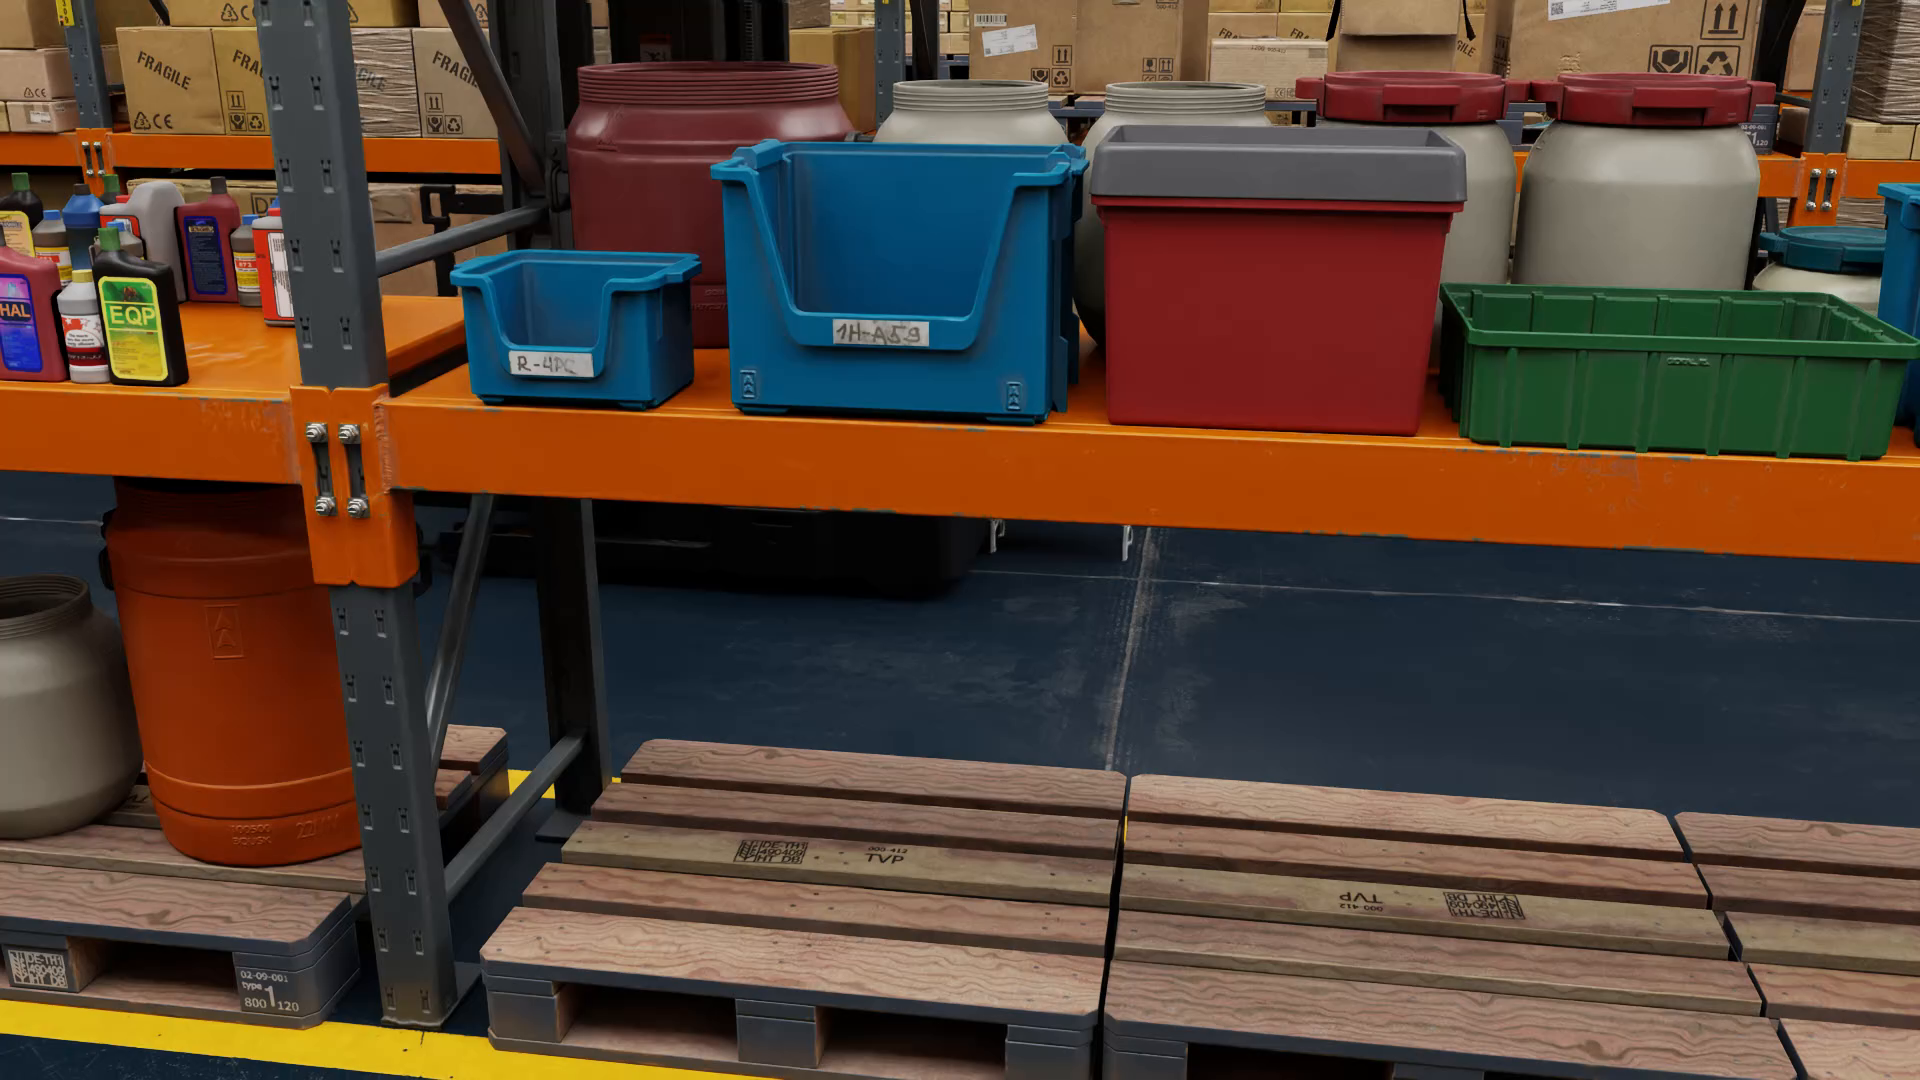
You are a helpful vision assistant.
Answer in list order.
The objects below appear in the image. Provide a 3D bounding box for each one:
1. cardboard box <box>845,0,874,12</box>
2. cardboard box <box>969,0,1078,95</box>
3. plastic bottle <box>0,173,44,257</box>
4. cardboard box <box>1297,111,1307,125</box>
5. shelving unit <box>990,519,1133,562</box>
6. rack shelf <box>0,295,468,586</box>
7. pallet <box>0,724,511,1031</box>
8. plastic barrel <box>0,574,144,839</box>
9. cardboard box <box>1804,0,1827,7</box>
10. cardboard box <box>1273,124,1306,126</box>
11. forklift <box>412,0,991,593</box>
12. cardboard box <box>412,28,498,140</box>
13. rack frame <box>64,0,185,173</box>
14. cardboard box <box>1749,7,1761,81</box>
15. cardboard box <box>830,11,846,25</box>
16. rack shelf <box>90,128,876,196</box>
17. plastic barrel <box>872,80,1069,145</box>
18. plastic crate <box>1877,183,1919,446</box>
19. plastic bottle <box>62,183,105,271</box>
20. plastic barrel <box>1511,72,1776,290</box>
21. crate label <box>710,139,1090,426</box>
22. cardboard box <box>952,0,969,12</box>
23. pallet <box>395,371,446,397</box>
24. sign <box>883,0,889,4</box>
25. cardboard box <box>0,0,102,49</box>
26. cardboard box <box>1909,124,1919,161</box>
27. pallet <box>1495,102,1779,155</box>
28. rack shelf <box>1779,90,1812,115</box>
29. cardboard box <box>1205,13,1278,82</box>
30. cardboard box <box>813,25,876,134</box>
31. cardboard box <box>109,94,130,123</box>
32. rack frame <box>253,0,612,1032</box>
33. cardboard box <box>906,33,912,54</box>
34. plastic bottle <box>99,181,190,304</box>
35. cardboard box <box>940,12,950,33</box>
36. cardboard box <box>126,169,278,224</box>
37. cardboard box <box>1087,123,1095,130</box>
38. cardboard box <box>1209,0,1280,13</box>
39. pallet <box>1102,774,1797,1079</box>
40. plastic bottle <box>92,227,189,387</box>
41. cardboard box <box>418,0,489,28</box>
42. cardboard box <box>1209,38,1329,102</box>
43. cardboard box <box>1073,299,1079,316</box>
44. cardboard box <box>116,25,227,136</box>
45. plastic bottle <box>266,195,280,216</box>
[{"bbox_3d":[-0.683,-3.975,12.253,0.250,0.149,0.380,3,19,10],"label":"cardboard box"},{"bbox_3d":[0.297,-2.376,7.858,0.500,0.500,0.500,1,19,2],"label":"cardboard box"},{"bbox_3d":[-2.214,-0.716,3.900,0.133,0.283,0.061,3,19,9],"label":"plastic bottle"},{"bbox_3d":[4.781,-5.740,21.812,0.625,0.625,0.875,3,19,8],"label":"cardboard box"},{"bbox_3d":[0.382,-0.542,6.033,0.503,1.200,0.258,3,19,10],"label":"shelving unit"},{"bbox_3d":[-3.003,-0.352,3.762,4.000,0.370,1.077,3,19,9],"label":"rack shelf"},{"bbox_3d":[-1.813,0.703,3.869,1.213,0.211,1.003,3,19,9],"label":"pallet"},{"bbox_3d":[-2.085,0.368,3.734,0.421,0.512,0.421,0,18,0],"label":"plastic barrel"},{"bbox_3d":[6.025,-3.984,11.545,0.550,0.550,0.875,3,19,9],"label":"cardboard box"},{"bbox_3d":[3.364,-4.096,17.296,0.625,0.372,0.950,4,19,10],"label":"cardboard box"},{"bbox_3d":[-1.393,-1.423,5.938,3.031,2.935,1.130,3,19,10],"label":"forklift"},{"bbox_3d":[-2.276,-2.217,8.044,0.500,0.500,0.500,3,19,10],"label":"cardboard box"},{"bbox_3d":[-4.192,-2.346,8.586,0.127,3.000,1.000,3,19,9],"label":"rack frame"},{"bbox_3d":[5.506,-3.527,11.882,0.550,0.550,0.875,3,19,9],"label":"cardboard box"},{"bbox_3d":[-0.932,-3.848,12.341,0.250,0.149,0.380,3,19,8],"label":"cardboard box"},{"bbox_3d":[-2.217,-1.904,8.399,4.000,0.370,1.077,3,19,9],"label":"rack shelf"},{"bbox_3d":[0.022,-0.661,3.374,0.421,0.512,0.421,0,18,0],"label":"plastic barrel"},{"bbox_3d":[1.783,-0.342,2.622,0.575,0.384,0.392,3,19,9],"label":"plastic crate"},{"bbox_3d":[-1.981,-0.673,3.791,0.097,0.271,0.097,0,18,0],"label":"plastic bottle"},{"bbox_3d":[1.287,-0.609,3.183,0.433,0.535,0.433,0,18,0],"label":"plastic barrel"},{"bbox_3d":[-0.090,-0.475,2.938,0.616,0.435,0.502,3,19,9],"label":"crate label"},{"bbox_3d":[0.087,-3.936,12.137,0.250,0.149,0.380,2,19,6],"label":"cardboard box"},{"bbox_3d":[-2.210,-0.947,8.802,1.213,0.211,1.003,3,19,9],"label":"pallet"},{"bbox_3d":[-0.327,-2.519,7.280,0.005,0.325,0.100,3,19,9],"label":"sign"},{"bbox_3d":[-4.688,-2.711,8.262,0.500,0.500,0.500,3,19,10],"label":"cardboard box"},{"bbox_3d":[4.116,-1.702,7.059,0.250,0.149,0.380,3,19,9],"label":"cardboard box"},{"bbox_3d":[2.975,-1.936,7.664,1.213,0.211,1.003,3,19,9],"label":"pallet"},{"bbox_3d":[6.568,-3.050,11.825,4.000,0.370,1.077,3,19,9],"label":"rack shelf"},{"bbox_3d":[2.045,-3.583,12.127,0.500,0.500,0.500,3,19,9],"label":"cardboard box"},{"bbox_3d":[-0.679,-2.301,8.296,0.500,0.500,0.500,3,19,10],"label":"cardboard box"},{"bbox_3d":[-4.431,-2.346,8.982,0.250,0.149,0.380,3,19,9],"label":"cardboard box"},{"bbox_3d":[-1.028,-0.593,3.347,0.127,3.000,1.000,3,19,9],"label":"rack frame"},{"bbox_3d":[-0.415,-3.680,12.308,0.250,0.149,0.380,3,19,10],"label":"cardboard box"},{"bbox_3d":[-1.861,-0.680,3.804,0.135,0.276,0.152,3,19,9],"label":"plastic bottle"},{"bbox_3d":[-0.180,-3.809,12.226,0.250,0.149,0.380,4,19,11],"label":"cardboard box"},{"bbox_3d":[-3.557,-1.511,8.779,0.875,0.875,1.225,3,19,9],"label":"cardboard box"},{"bbox_3d":[1.231,-2.767,12.728,0.750,0.750,1.050,3,19,8],"label":"cardboard box"},{"bbox_3d":[2.092,-4.139,12.212,0.500,0.500,0.700,3,19,8],"label":"cardboard box"},{"bbox_3d":[0.932,0.843,3.451,1.213,0.211,1.003,3,19,9],"label":"pallet"},{"bbox_3d":[-1.495,-0.424,3.027,0.133,0.283,0.061,3,19,9],"label":"plastic bottle"},{"bbox_3d":[-2.268,-2.775,8.130,0.637,0.503,0.797,4,19,10],"label":"cardboard box"},{"bbox_3d":[1.376,-2.116,7.474,0.500,0.250,0.500,2,19,7],"label":"cardboard box"},{"bbox_3d":[0.422,-1.140,8.229,0.500,0.500,0.700,2,19,6],"label":"cardboard box"},{"bbox_3d":[-3.777,-2.292,8.267,0.500,0.500,0.500,3,19,9],"label":"cardboard box"},{"bbox_3d":[-1.514,-0.669,3.778,0.097,0.271,0.097,0,18,0],"label":"plastic bottle"}]
